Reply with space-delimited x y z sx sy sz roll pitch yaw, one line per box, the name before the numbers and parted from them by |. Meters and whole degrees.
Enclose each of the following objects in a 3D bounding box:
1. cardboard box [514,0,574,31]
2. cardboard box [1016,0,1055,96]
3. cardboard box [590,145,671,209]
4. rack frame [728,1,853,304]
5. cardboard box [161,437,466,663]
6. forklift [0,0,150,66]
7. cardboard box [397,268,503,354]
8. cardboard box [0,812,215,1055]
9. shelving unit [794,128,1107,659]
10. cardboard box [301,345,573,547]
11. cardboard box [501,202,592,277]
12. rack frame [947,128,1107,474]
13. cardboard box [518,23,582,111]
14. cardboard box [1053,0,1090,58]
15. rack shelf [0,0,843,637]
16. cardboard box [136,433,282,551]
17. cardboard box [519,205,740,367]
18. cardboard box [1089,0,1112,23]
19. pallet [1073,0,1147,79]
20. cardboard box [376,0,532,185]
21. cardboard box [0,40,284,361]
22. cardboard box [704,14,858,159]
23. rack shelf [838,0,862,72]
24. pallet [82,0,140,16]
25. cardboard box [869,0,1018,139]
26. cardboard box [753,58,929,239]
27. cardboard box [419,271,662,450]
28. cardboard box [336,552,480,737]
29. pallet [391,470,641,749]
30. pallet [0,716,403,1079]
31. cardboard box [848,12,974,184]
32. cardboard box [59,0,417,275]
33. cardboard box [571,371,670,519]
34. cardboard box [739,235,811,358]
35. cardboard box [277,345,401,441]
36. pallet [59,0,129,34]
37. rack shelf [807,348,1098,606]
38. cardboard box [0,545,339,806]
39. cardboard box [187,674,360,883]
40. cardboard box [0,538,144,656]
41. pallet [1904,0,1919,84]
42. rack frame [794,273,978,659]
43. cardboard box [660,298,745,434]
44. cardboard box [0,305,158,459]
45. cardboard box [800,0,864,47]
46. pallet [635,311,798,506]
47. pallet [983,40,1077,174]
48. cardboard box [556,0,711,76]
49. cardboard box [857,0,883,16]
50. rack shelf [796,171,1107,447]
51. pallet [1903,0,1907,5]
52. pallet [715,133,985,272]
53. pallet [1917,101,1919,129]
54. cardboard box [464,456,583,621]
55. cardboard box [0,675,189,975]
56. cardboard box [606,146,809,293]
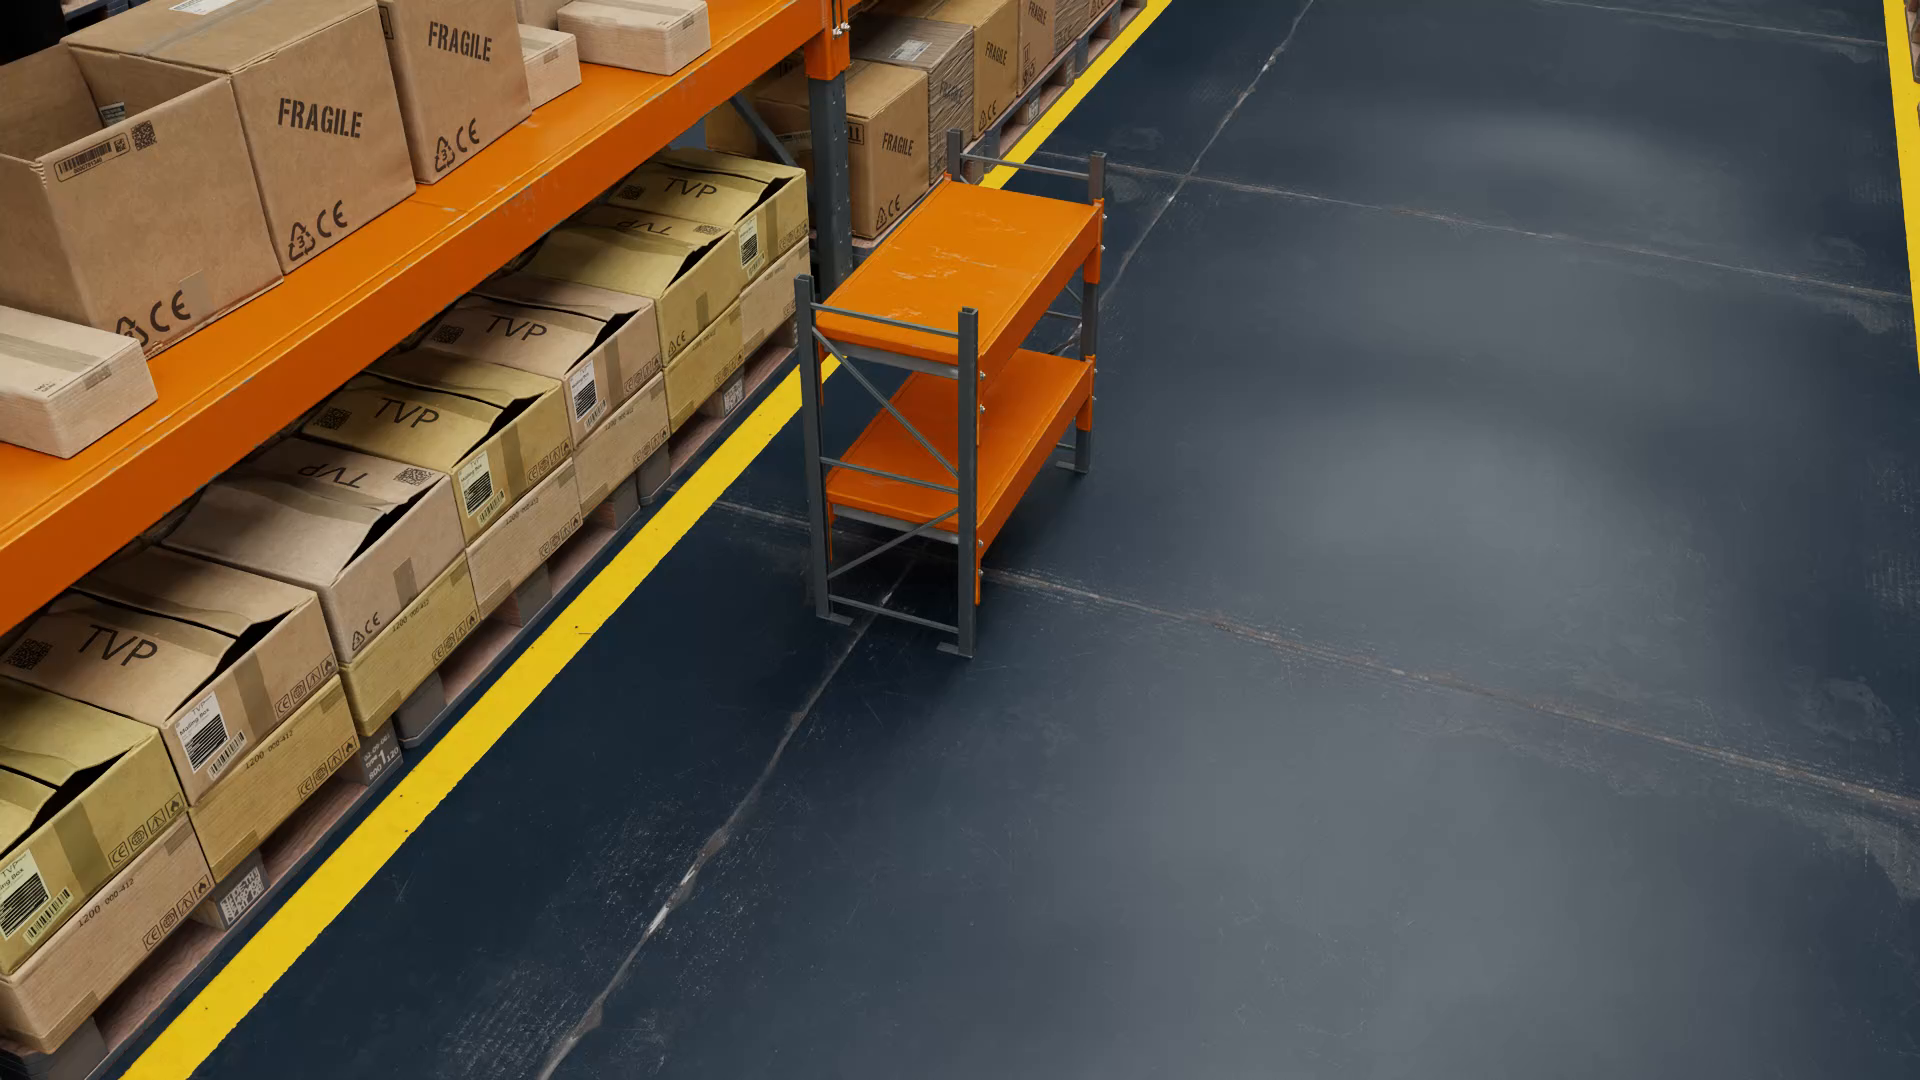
cardboard box | -1.413 -1.711 5.108 0.500 0.311 0.500 13 39 17
cardboard box | 0.127 -2.417 7.699 0.500 0.500 0.500 13 39 16
cardboard box | -1.365 -1.266 5.916 0.500 0.311 0.500 15 39 19
rack frame | -0.894 -2.198 5.685 1.000 3.000 0.127 14 39 18
cardboard box | -1.637 -0.009 4.234 0.500 0.311 0.500 13 39 16
forklift | -3.533 -2.227 5.782 1.130 2.935 3.031 9 38 12
cardboard box | -1.753 -0.691 5.147 0.500 0.311 0.500 13 39 17
cardboard box | -2.033 0.783 3.642 0.500 0.250 0.500 13 39 17
shelving unit | 0.003 -0.454 4.918 0.538 1.125 1.048 14 39 18
cardboard box | -1.444 -0.298 4.621 0.500 0.311 0.500 15 39 19
cardboard box | -1.557 -0.973 5.524 0.500 0.311 0.500 13 39 17
rack frame | 0.196 -0.736 5.295 0.500 1.125 0.032 14 39 18
cardboard box | -1.327 -1.378 4.798 0.380 0.149 0.250 17 40 21
cardboard box | 0.318 -2.699 8.076 0.500 0.500 0.500 14 39 18
rack shelf | -1.655 -0.802 4.418 1.077 0.370 4.000 14 39 18
cardboard box | -2.142 -0.129 4.395 0.500 0.311 0.500 14 39 18
cardboard box | -1.057 -0.854 5.364 0.500 0.311 0.500 13 39 17
cardboard box | 0.510 -2.977 8.448 0.500 0.500 0.500 14 39 18
pallet | 0.354 -2.836 8.868 1.003 0.211 1.213 14 39 18
cardboard box | -1.517 -1.305 4.407 0.500 0.500 0.500 12 38 15
cardboard box | -1.908 -0.736 3.646 0.500 0.500 0.500 17 40 21
cardboard box | -0.755 -1.944 7.066 0.500 0.500 0.500 15 39 20
rack shelf | -0.133 -3.017 7.381 1.077 0.370 4.000 14 39 18
pallet | -4.641 -3.299 9.488 1.003 0.211 1.213 14 39 18
cardboard box | -0.067 -2.127 7.311 0.500 0.500 0.500 13 39 17
cardboard box | -0.456 -1.559 6.551 0.500 0.500 0.500 15 39 20
cardboard box | -1.252 -0.575 4.991 0.500 0.311 0.500 14 39 17
cardboard box | -1.643 0.213 4.405 0.500 0.250 0.500 13 39 16
pallet | -1.709 0.039 5.021 1.003 0.211 1.213 14 39 18
pallet | -2.171 0.717 4.114 1.003 0.211 1.213 14 39 18
cardboard box | -0.262 -1.851 6.941 0.500 0.500 0.500 12 39 16
cardboard box | -1.717 -1.013 4.017 0.500 0.500 0.500 14 39 18
cardboard box | -1.255 -0.354 5.164 0.500 0.250 0.500 15 39 19
cardboard box | -0.868 -0.918 5.918 0.500 0.250 0.500 15 39 19
cardboard box | -1.948 -0.407 4.766 0.500 0.311 0.500 13 39 17
pallet | -5.107 -2.626 8.587 1.003 0.211 1.213 14 39 18
rack shelf | 0.003 -0.258 5.065 0.538 0.278 1.000 14 39 18
cardboard box | -1.833 0.278 3.851 0.500 0.311 0.500 13 39 17
cardboard box | -1.837 0.501 4.021 0.500 0.250 0.500 15 39 19
cardboard box | -2.335 0.147 4.026 0.500 0.311 0.500 15 39 19
pallet | 5.451 -2.581 8.526 1.003 0.211 1.213 14 39 18
rack frame | -0.191 -0.173 4.542 0.500 1.125 0.032 14 39 18
cardboard box | -1.061 -0.631 5.535 0.500 0.250 0.500 13 39 17
cardboard box | -1.889 -0.326 3.391 0.380 0.149 0.250 14 39 18
cardboard box | -0.737 -2.276 6.884 0.500 0.250 0.500 15 39 19
pallet | -1.243 -0.634 5.922 1.003 0.211 1.213 14 39 18
pallet | -0.109 -2.158 7.962 1.003 0.211 1.213 14 39 18
cardboard box | -0.980 -1.536 5.009 0.380 0.149 0.250 14 39 18
cardboard box | -0.558 -2.230 7.449 0.500 0.500 0.500 12 39 16
rack shelf | 0.003 -0.689 4.743 0.538 0.278 1.000 14 39 18
pallet | 5.914 -3.259 9.433 1.003 0.211 1.213 14 39 18
pallet | -0.575 -1.485 7.061 1.003 0.211 1.213 14 39 18
pallet | 4.875 -1.747 7.411 1.003 0.211 1.213 14 39 18
cardboard box | -1.448 -0.068 4.782 0.500 0.250 0.500 15 39 19
cardboard box | -2.028 0.554 3.481 0.500 0.311 0.500 14 39 18
cardboard box | -0.865 -1.143 5.751 0.500 0.311 0.500 15 39 19
